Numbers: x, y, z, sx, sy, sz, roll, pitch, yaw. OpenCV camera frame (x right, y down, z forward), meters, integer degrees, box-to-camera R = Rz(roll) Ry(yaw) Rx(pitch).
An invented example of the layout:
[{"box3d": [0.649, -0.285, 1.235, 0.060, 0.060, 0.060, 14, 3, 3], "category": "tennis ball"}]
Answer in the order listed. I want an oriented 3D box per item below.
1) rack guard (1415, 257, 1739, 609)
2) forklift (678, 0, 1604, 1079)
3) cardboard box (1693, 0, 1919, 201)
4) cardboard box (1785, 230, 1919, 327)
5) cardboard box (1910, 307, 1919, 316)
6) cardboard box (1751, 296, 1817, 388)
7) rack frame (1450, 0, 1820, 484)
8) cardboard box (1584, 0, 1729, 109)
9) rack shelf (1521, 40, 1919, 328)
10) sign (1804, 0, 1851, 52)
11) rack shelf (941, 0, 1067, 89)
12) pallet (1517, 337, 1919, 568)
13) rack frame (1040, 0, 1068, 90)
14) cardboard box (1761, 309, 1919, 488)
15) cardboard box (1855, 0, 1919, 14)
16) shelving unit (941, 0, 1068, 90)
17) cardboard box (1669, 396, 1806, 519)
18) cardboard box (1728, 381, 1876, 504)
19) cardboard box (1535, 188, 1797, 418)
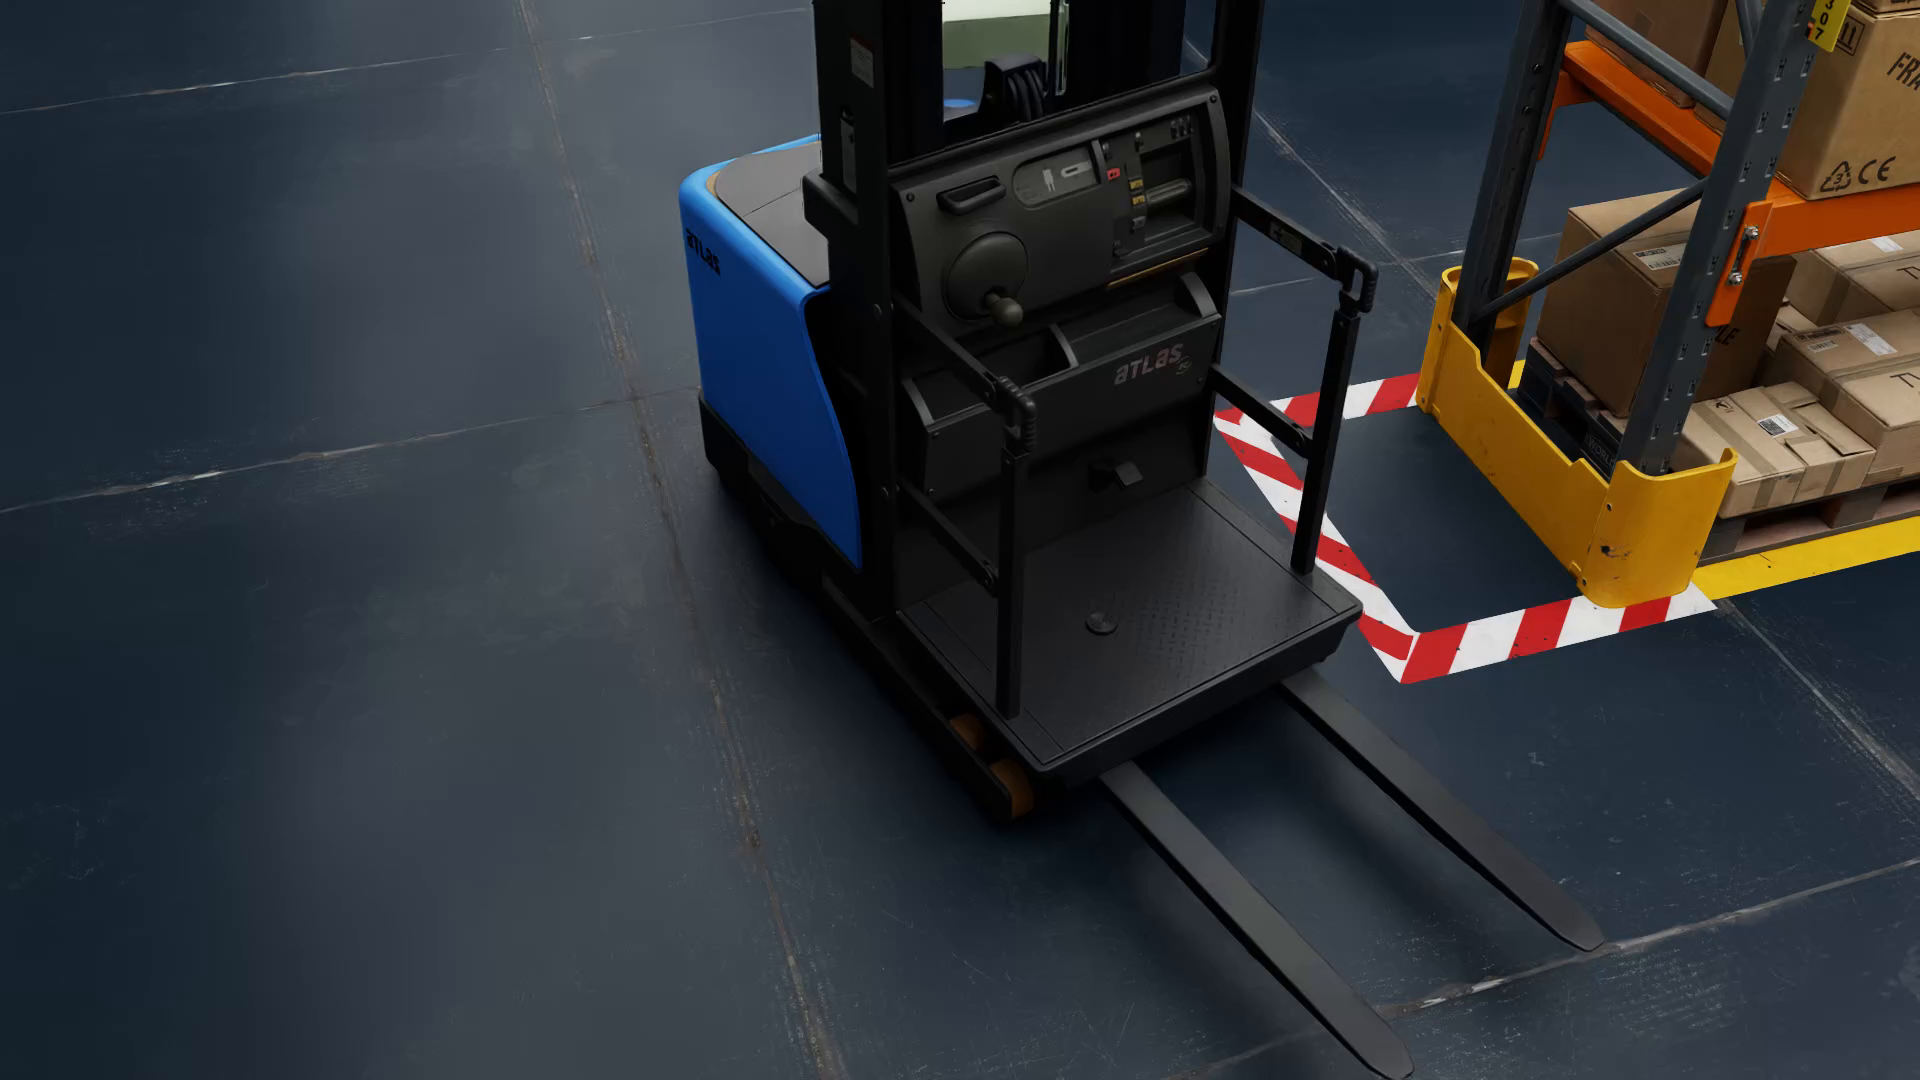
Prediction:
[{"box3d": [1.912, -0.370, 5.294, 0.348, 0.500, 1.175, -12, 42, -13], "category": "rack guard"}, {"box3d": [0.388, -0.722, 3.848, 1.130, 2.935, 3.031, -23, 46, -24], "category": "forklift"}, {"box3d": [2.342, -1.257, 4.332, 0.500, 0.500, 0.500, -11, 42, -12], "category": "cardboard box"}, {"box3d": [3.199, -0.858, 5.708, 0.500, 0.250, 0.500, -12, 42, -13], "category": "cardboard box"}, {"box3d": [3.397, -0.554, 5.360, 0.500, 0.250, 0.500, -12, 42, -13], "category": "cardboard box"}, {"box3d": [2.698, -0.681, 5.569, 0.250, 0.166, 0.380, -12, 42, -13], "category": "cardboard box"}, {"box3d": [1.840, -1.297, 4.454, 0.127, 3.000, 1.000, -12, 42, -13], "category": "rack frame"}, {"box3d": [2.185, -1.594, 4.718, 0.500, 0.500, 0.500, -10, 42, -12], "category": "cardboard box"}, {"box3d": [3.747, -1.421, 5.143, 4.000, 0.370, 1.077, -12, 42, -13], "category": "rack shelf"}, {"box3d": [2.003, -1.282, 3.780, 0.005, 0.325, 0.100, -12, 42, -13], "category": "sign"}, {"box3d": [-0.055, -1.606, 5.356, 0.720, 0.370, 0.431, -6, 42, -7], "category": "rack shelf"}, {"box3d": [2.672, -0.420, 5.570, 1.213, 0.211, 1.003, -12, 42, -13], "category": "pallet"}, {"box3d": [0.306, -1.353, 5.658, 0.023, 1.500, 0.400, -6, 42, -7], "category": "rack frame"}, {"box3d": [2.920, -0.455, 5.247, 0.500, 0.250, 0.500, -12, 42, -13], "category": "cardboard box"}, {"box3d": [2.342, -1.633, 4.004, 0.500, 0.500, 0.500, -10, 42, -12], "category": "cardboard box"}, {"box3d": [-0.055, -1.312, 5.612, 0.755, 1.500, 0.431, -6, 42, -7], "category": "shelving unit"}, {"box3d": [2.342, -0.256, 5.095, 0.250, 0.149, 0.380, -12, 42, -13], "category": "cardboard box"}, {"box3d": [2.581, -0.312, 5.146, 0.250, 0.166, 0.380, -12, 42, -13], "category": "cardboard box"}, {"box3d": [2.284, -0.783, 5.432, 0.500, 0.500, 0.500, -12, 42, -13], "category": "cardboard box"}]
